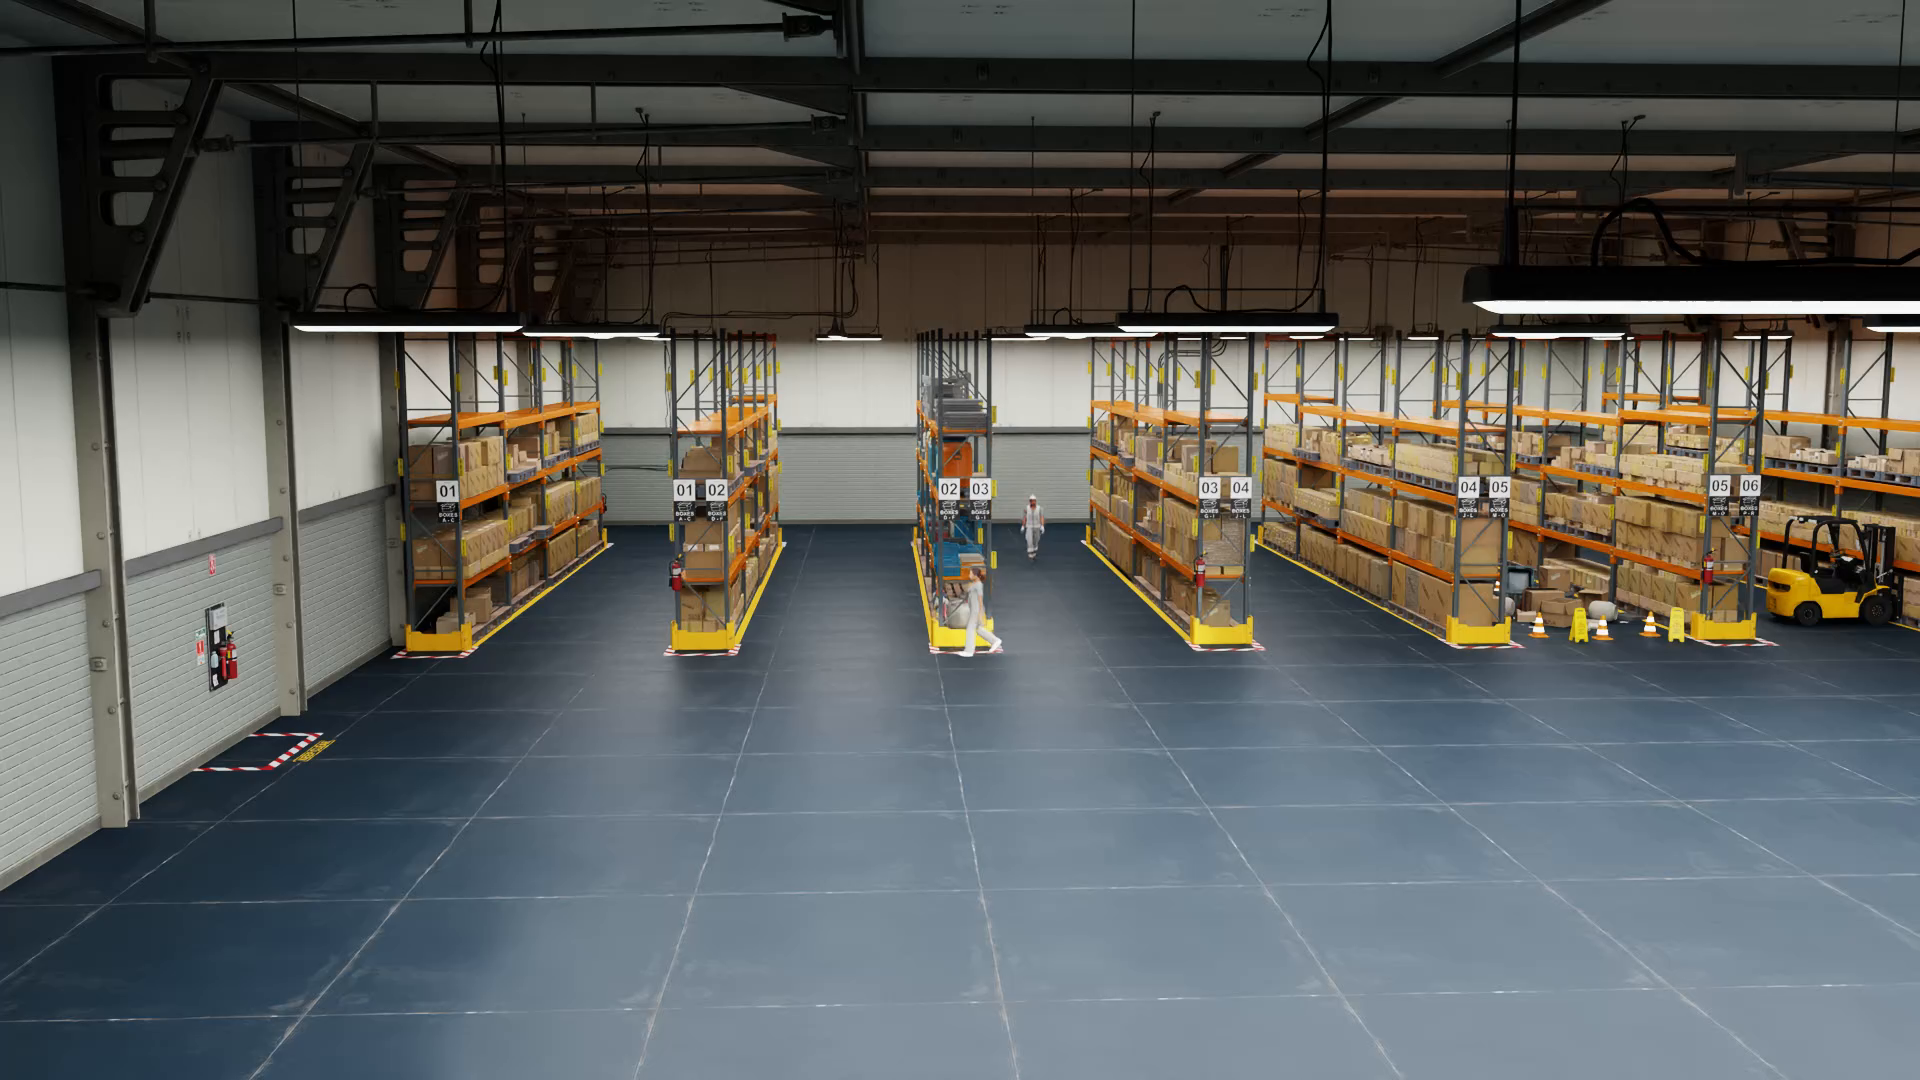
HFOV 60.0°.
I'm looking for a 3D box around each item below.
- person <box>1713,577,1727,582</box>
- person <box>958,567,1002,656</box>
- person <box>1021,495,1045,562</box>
[{"bbox_3d":[16.718,0.640,36.621,0.514,1.571,0.734,-1,7,-12],"label":"person"},{"bbox_3d":[0.365,1.317,30.565,0.824,1.632,0.536,0,7,-4],"label":"person"},{"bbox_3d":[1.920,-0.317,43.705,0.604,1.724,1.034,0,7,-2],"label":"person"}]
